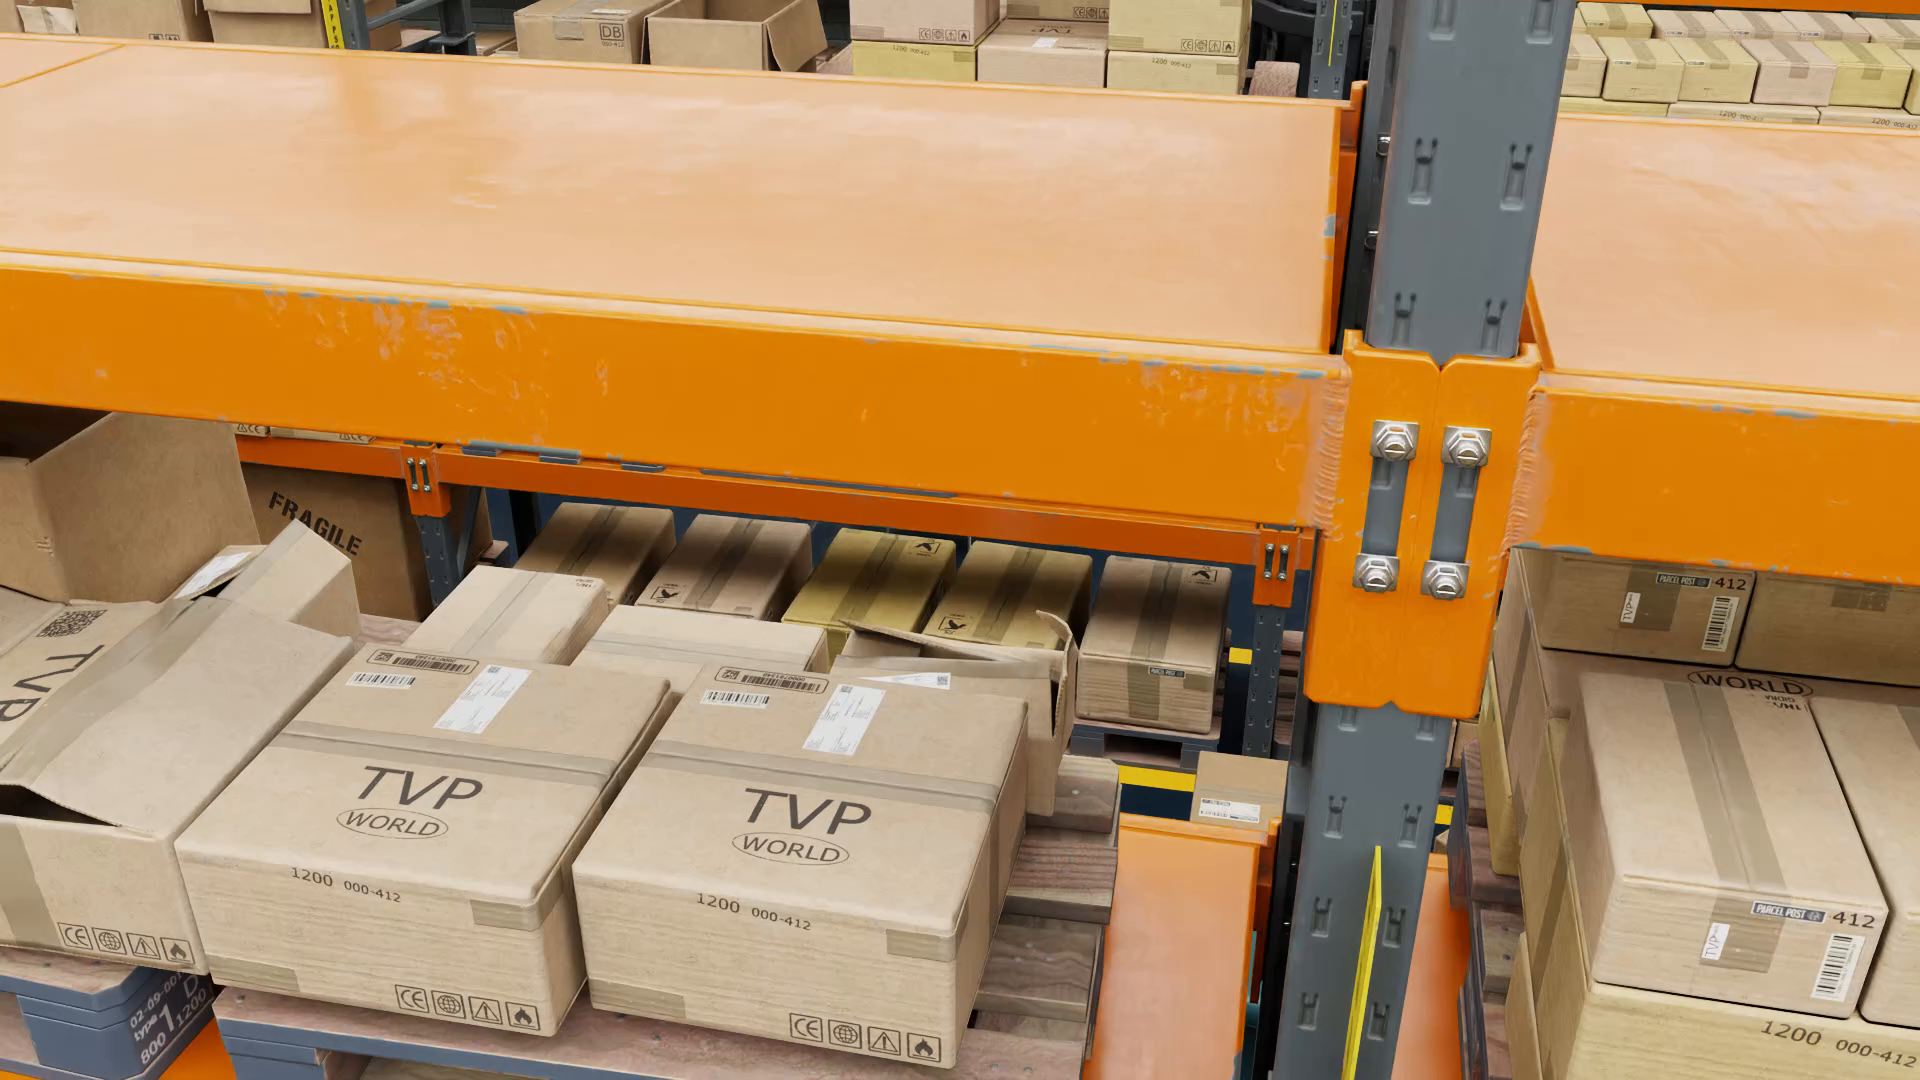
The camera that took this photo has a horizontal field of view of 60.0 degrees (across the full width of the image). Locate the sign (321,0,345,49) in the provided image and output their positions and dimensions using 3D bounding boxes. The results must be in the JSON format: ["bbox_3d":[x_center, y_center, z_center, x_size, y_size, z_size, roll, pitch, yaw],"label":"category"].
[{"bbox_3d":[-2.574,-2.149,6.808,0.005,0.325,0.100,6,29,11],"label":"sign"}]

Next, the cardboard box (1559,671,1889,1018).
[{"bbox_3d":[0.812,0.317,1.814,0.250,0.149,0.380,6,29,11],"label":"cardboard box"}]

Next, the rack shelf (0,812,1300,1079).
[{"bbox_3d":[-1.429,0.703,2.967,4.000,0.370,1.077,6,29,11],"label":"rack shelf"}]

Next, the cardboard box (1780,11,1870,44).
[{"bbox_3d":[3.354,-1.946,6.489,0.250,0.149,0.380,6,29,11],"label":"cardboard box"}]

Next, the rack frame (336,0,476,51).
[{"bbox_3d":[-2.450,-3.463,6.705,0.127,3.000,1.000,6,29,11],"label":"rack frame"}]

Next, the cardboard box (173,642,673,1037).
[{"bbox_3d":[-0.726,0.406,2.377,0.500,0.250,0.500,6,29,10],"label":"cardboard box"}]

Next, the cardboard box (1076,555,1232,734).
[{"bbox_3d":[0.949,0.486,8.037,0.625,0.372,0.950,6,29,11],"label":"cardboard box"}]

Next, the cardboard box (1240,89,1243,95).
[{"bbox_3d":[1.858,-3.038,11.396,0.250,0.149,0.380,5,29,10],"label":"cardboard box"}]

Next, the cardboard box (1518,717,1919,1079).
[{"bbox_3d":[0.947,0.476,1.938,0.500,0.250,0.500,6,29,11],"label":"cardboard box"}]

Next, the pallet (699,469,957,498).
[{"bbox_3d":[-0.505,-0.568,7.864,1.213,0.211,1.003,6,29,11],"label":"pallet"}]

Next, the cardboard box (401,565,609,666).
[{"bbox_3d":[-0.789,0.208,2.843,0.250,0.149,0.380,6,29,11],"label":"cardboard box"}]

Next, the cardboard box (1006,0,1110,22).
[{"bbox_3d":[0.485,-2.376,7.041,0.500,0.250,0.500,5,29,9],"label":"cardboard box"}]

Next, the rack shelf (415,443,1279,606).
[{"bbox_3d":[-0.494,-0.316,7.952,4.000,0.370,1.077,6,29,11],"label":"rack shelf"}]

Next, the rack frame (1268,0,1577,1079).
[{"bbox_3d":[0.527,-0.727,1.708,0.127,3.000,1.000,6,29,11],"label":"rack frame"}]

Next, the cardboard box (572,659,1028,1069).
[{"bbox_3d":[-0.197,0.430,2.331,0.500,0.250,0.500,6,29,11],"label":"cardboard box"}]

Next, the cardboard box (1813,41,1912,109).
[{"bbox_3d":[3.240,-1.684,6.010,0.250,0.149,0.380,6,29,12],"label":"cardboard box"}]

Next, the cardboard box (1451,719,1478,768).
[{"bbox_3d":[2.507,0.825,7.545,0.500,0.250,0.500,8,30,13],"label":"cardboard box"}]

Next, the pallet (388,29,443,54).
[{"bbox_3d":[-3.090,-2.104,7.543,1.003,0.211,1.213,7,30,13],"label":"pallet"}]

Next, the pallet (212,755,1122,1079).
[{"bbox_3d":[-0.380,0.604,2.600,1.217,0.209,0.805,5,29,9],"label":"pallet"}]

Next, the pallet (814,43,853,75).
[{"bbox_3d":[-0.134,-1.879,7.130,1.003,0.211,1.213,6,29,11],"label":"pallet"}]

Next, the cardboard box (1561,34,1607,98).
[{"bbox_3d":[2.219,-1.758,6.145,0.250,0.149,0.380,5,29,9],"label":"cardboard box"}]

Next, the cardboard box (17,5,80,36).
[{"bbox_3d":[-3.870,-2.247,7.309,0.258,0.266,0.396,5,29,9],"label":"cardboard box"}]

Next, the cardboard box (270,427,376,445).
[{"bbox_3d":[-2.998,-0.695,8.052,0.500,0.250,0.500,5,29,9],"label":"cardboard box"}]

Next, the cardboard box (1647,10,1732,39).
[{"bbox_3d":[2.840,-1.960,6.513,0.250,0.149,0.380,5,29,10],"label":"cardboard box"}]

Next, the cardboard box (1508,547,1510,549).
[{"bbox_3d":[2.227,-0.125,7.116,0.250,0.149,0.380,6,29,10],"label":"cardboard box"}]

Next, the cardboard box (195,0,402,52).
[{"bbox_3d":[-2.850,-2.344,7.239,0.637,0.503,0.797,4,29,7],"label":"cardboard box"}]

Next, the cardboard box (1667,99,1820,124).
[{"bbox_3d":[2.829,-1.535,6.152,0.500,0.250,0.500,6,29,11],"label":"cardboard box"}]

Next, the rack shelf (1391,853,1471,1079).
[{"bbox_3d":[2.483,1.105,2.234,4.000,0.370,1.077,6,29,11],"label":"rack shelf"}]

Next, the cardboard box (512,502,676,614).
[{"bbox_3d":[-1.899,0.198,8.564,0.625,0.372,0.950,4,29,7],"label":"cardboard box"}]

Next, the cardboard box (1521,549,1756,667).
[{"bbox_3d":[0.952,0.008,2.378,0.250,0.149,0.380,6,29,10],"label":"cardboard box"}]

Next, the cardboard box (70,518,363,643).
[{"bbox_3d":[-1.258,0.132,2.860,0.258,0.266,0.396,6,29,11],"label":"cardboard box"}]

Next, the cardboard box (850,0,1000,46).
[{"bbox_3d":[-0.134,-2.174,6.673,0.500,0.250,0.500,6,29,11],"label":"cardboard box"}]

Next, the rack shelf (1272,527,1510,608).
[{"bbox_3d":[3.418,0.085,7.219,4.000,0.370,1.077,6,29,11],"label":"rack shelf"}]

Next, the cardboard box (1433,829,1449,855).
[{"bbox_3d":[2.226,1.411,6.649,0.500,0.500,0.500,-21,35,-33],"label":"cardboard box"}]

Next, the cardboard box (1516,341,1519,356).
[{"bbox_3d":[2.342,-0.836,6.699,0.500,0.500,0.700,6,29,11],"label":"cardboard box"}]

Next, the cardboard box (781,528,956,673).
[{"bbox_3d":[-0.435,0.347,8.292,0.625,0.372,0.950,7,29,12],"label":"cardboard box"}]

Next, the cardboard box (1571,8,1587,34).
[{"bbox_3d":[2.324,-1.999,6.584,0.250,0.149,0.380,7,29,12],"label":"cardboard box"}]

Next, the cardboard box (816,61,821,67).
[{"bbox_3d":[-1.167,-3.321,11.914,0.250,0.149,0.380,7,29,12],"label":"cardboard box"}]

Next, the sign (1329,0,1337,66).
[{"bbox_3d":[1.350,-1.885,5.997,0.005,0.325,0.100,6,29,11],"label":"sign"}]

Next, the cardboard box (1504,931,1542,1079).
[{"bbox_3d":[0.812,0.667,2.005,0.250,0.149,0.380,5,29,10],"label":"cardboard box"}]

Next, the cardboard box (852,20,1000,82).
[{"bbox_3d":[-0.132,-1.960,6.802,0.500,0.250,0.500,6,29,11],"label":"cardboard box"}]

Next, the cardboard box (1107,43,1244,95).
[{"bbox_3d":[0.861,-1.855,6.611,0.500,0.250,0.500,5,29,10],"label":"cardboard box"}]

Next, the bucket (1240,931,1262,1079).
[{"bbox_3d":[1.142,1.604,5.522,0.620,0.611,0.726,7,28,33],"label":"bucket"}]

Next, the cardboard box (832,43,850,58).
[{"bbox_3d":[-0.777,-3.580,12.386,0.250,0.149,0.380,7,29,12],"label":"cardboard box"}]

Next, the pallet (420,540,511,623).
[{"bbox_3d":[-3.205,0.277,9.024,1.213,0.211,1.003,6,29,11],"label":"pallet"}]

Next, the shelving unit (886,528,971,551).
[{"bbox_3d":[-0.162,-0.543,9.492,0.503,1.200,0.258,6,29,11],"label":"shelving unit"}]

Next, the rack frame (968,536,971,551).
[{"bbox_3d":[0.077,-0.518,9.447,0.015,1.200,0.240,6,29,11],"label":"rack frame"}]

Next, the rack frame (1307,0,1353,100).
[{"bbox_3d":[1.462,-3.062,5.972,0.127,3.000,1.000,6,29,11],"label":"rack frame"}]

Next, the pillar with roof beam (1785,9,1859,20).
[{"bbox_3d":[5.015,-3.464,6.706,0.400,9.000,9.100,6,29,11],"label":"pillar with roof beam"}]

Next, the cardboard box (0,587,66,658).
[{"bbox_3d":[-1.730,0.276,2.550,0.500,0.311,0.500,5,29,10],"label":"cardboard box"}]

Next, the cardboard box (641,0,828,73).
[{"bbox_3d":[-0.952,-2.053,7.146,0.637,0.503,0.797,6,29,11],"label":"cardboard box"}]

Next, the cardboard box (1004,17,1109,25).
[{"bbox_3d":[0.478,-2.162,7.171,0.500,0.250,0.500,5,29,10],"label":"cardboard box"}]

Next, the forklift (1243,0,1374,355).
[{"bbox_3d":[2.546,-2.074,10.486,3.031,2.935,1.130,-8,30,-14],"label":"forklift"}]

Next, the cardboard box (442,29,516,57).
[{"bbox_3d":[-3.628,-3.508,12.493,0.500,0.500,0.700,6,29,10],"label":"cardboard box"}]

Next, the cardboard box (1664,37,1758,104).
[{"bbox_3d":[2.723,-1.718,6.072,0.250,0.149,0.380,5,29,9],"label":"cardboard box"}]
